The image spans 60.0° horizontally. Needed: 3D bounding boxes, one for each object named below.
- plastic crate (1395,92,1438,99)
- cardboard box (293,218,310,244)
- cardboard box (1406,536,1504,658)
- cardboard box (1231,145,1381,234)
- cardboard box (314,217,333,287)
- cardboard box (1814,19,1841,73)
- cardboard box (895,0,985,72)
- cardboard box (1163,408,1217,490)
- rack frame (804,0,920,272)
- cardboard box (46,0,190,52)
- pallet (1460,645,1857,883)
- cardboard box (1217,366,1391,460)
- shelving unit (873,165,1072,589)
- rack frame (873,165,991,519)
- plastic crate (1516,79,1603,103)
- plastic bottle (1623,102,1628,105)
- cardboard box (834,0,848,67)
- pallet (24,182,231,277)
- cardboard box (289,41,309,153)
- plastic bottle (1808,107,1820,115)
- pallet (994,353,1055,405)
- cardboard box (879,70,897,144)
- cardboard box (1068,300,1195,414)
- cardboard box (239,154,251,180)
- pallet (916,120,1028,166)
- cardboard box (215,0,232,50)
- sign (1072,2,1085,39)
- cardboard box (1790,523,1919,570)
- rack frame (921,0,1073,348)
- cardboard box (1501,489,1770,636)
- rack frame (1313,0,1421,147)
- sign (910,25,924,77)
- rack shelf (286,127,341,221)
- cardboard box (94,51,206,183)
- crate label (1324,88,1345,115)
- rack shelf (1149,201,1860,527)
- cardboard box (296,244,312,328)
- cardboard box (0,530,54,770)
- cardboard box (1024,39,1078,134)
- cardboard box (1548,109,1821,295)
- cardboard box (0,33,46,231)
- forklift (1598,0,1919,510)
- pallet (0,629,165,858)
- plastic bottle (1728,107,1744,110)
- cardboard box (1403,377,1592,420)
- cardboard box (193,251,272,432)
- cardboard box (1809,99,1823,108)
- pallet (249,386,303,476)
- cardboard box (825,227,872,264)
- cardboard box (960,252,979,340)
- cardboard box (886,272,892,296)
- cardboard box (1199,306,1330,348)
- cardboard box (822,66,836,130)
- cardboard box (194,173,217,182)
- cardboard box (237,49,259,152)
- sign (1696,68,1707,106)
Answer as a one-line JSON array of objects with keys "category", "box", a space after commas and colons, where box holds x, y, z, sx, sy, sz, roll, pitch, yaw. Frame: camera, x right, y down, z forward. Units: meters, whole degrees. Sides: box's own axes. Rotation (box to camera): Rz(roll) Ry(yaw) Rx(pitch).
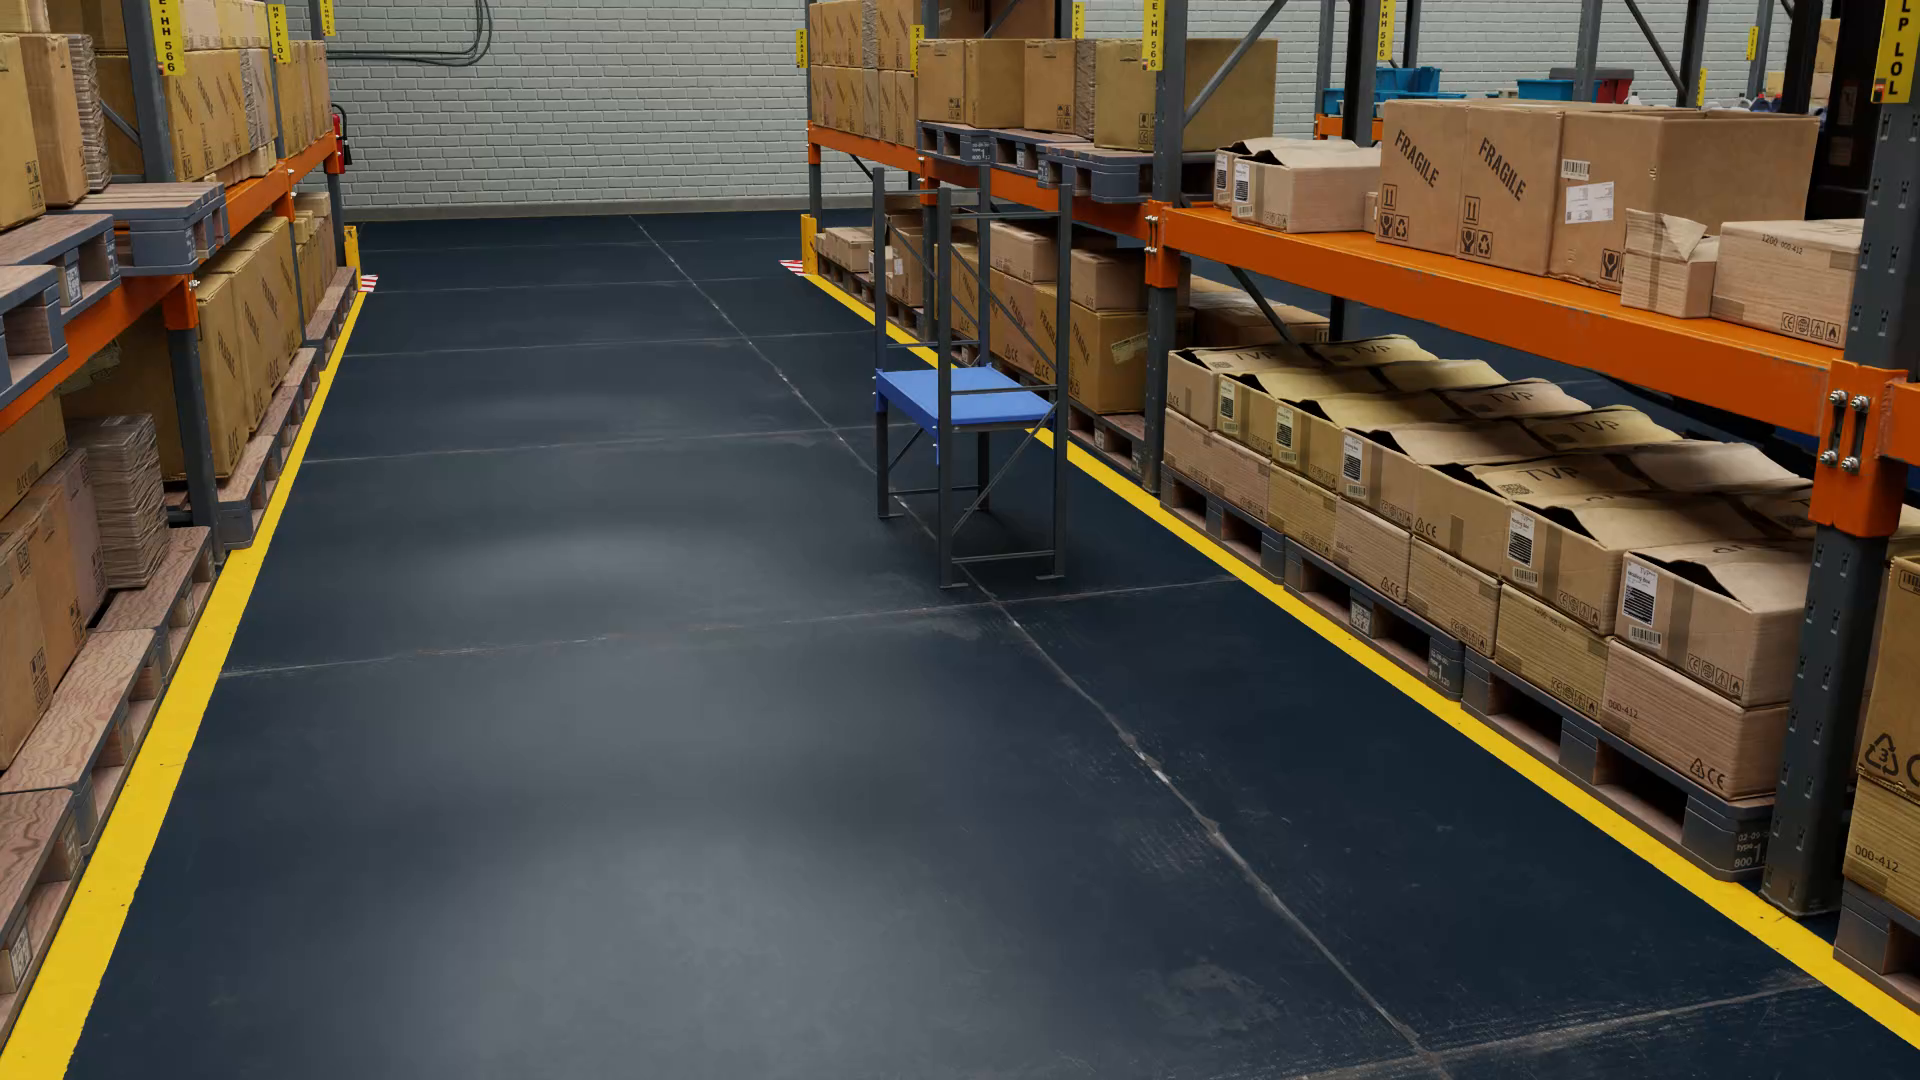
[{"category": "plastic crate", "box": [4.023, -3.789, 14.538, 0.416, 0.233, 0.300, -5, 17, -15]}, {"category": "cardboard box", "box": [-4.542, -2.048, 11.043, 0.380, 0.149, 0.250, -4, 17, -13]}, {"category": "cardboard box", "box": [1.773, 0.153, 5.277, 0.500, 0.250, 0.500, -4, 17, -14]}, {"category": "cardboard box", "box": [1.405, -1.390, 6.520, 0.500, 0.311, 0.500, -5, 17, -16]}, {"category": "cardboard box", "box": [-5.189, -2.195, 12.662, 0.700, 0.500, 0.500, -5, 17, -15]}, {"category": "cardboard box", "box": [8.682, -4.828, 16.250, 0.500, 0.500, 0.500, -5, 17, -17]}, {"category": "cardboard box", "box": [-0.142, -3.448, 11.305, 0.500, 0.500, 0.500, -5, 17, -15]}, {"category": "cardboard box", "box": [1.207, -0.412, 7.158, 0.500, 0.250, 0.500, -5, 17, -15]}, {"category": "rack frame", "box": [-0.854, -3.908, 14.749, 1.000, 3.000, 0.127, -5, 17, -15]}, {"category": "cardboard box", "box": [-3.302, -2.016, 6.419, 0.500, 0.250, 0.500, -4, 17, -14]}, {"category": "pallet", "box": [2.204, 0.546, 4.768, 1.003, 0.211, 1.213, -5, 17, -15]}, {"category": "cardboard box", "box": [1.359, -0.536, 6.596, 0.500, 0.311, 0.500, -5, 17, -17]}, {"category": "shelving unit", "box": [0.023, -0.695, 6.658, 0.538, 1.500, 1.048, -5, 17, -15]}, {"category": "rack frame", "box": [-0.116, -0.835, 7.126, 0.500, 1.500, 0.032, -5, 17, -15]}, {"category": "plastic crate", "box": [4.553, -3.316, 12.700, 0.392, 0.384, 0.575, -5, 17, -15]}, {"category": "plastic bottle", "box": [4.737, -2.964, 11.810, 0.061, 0.283, 0.133, -5, 17, -15]}, {"category": "cardboard box", "box": [-0.701, -4.009, 13.171, 0.500, 0.500, 0.500, -4, 17, -14]}, {"category": "pallet", "box": [-3.119, -1.022, 5.474, 1.213, 0.211, 1.003, -5, 17, -15]}, {"category": "cardboard box", "box": [-4.845, -2.907, 10.893, 0.980, 0.700, 0.700, -5, 17, -17]}, {"category": "plastic bottle", "box": [5.704, -2.772, 11.181, 0.152, 0.276, 0.135, -5, 17, -15]}, {"category": "pallet", "box": [0.844, -0.906, 9.602, 1.003, 0.211, 1.213, -5, 17, -15]}, {"category": "cardboard box", "box": [-0.281, -3.110, 11.918, 0.500, 0.500, 0.500, -4, 17, -14]}, {"category": "cardboard box", "box": [0.862, -0.949, 8.478, 0.500, 0.500, 0.500, -4, 17, -13]}, {"category": "cardboard box", "box": [-3.899, -1.943, 8.608, 0.380, 0.149, 0.250, -5, 17, -15]}, {"category": "pallet", "box": [0.360, -2.480, 10.329, 1.003, 0.211, 1.213, -5, 17, -15]}, {"category": "cardboard box", "box": [-3.730, -2.435, 7.815, 0.500, 0.250, 0.500, -5, 17, -16]}, {"category": "sign", "box": [0.778, -3.401, 11.048, 0.100, 0.325, 0.005, -5, 17, -15]}, {"category": "cardboard box", "box": [2.570, 0.124, 4.399, 0.500, 0.311, 0.500, -5, 17, -15]}, {"category": "rack frame", "box": [0.246, -2.802, 11.066, 1.000, 3.000, 0.127, -5, 17, -15]}, {"category": "cardboard box", "box": [1.908, 0.025, 4.728, 0.500, 0.311, 0.500, -4, 17, -14]}, {"category": "rack frame", "box": [3.910, -4.299, 16.049, 1.000, 3.000, 0.127, -5, 17, -15]}, {"category": "sign", "box": [-0.274, -3.171, 10.791, 0.100, 0.325, 0.005, -5, 17, -15]}, {"category": "rack shelf", "box": [-5.066, -2.618, 11.704, 1.077, 0.370, 4.000, -5, 17, -15]}, {"category": "cardboard box", "box": [-3.304, -1.657, 6.530, 0.500, 0.500, 0.500, -4, 17, -14]}, {"category": "crate label", "box": [3.661, -4.153, 15.751, 0.416, 0.233, 0.303, -5, 17, -15]}, {"category": "rack shelf", "box": [1.895, -0.798, 5.644, 1.077, 0.370, 4.000, -5, 17, -15]}, {"category": "cardboard box", "box": [-4.623, -1.628, 10.773, 0.700, 0.500, 0.500, -4, 17, -15]}, {"category": "cardboard box", "box": [-2.828, 0.305, 4.304, 0.700, 0.500, 0.500, -4, 17, -15]}, {"category": "cardboard box", "box": [0.791, -2.567, 9.380, 0.700, 0.500, 0.500, -10, 19, -29]}, {"category": "cardboard box", "box": [2.104, -0.996, 4.881, 0.500, 0.500, 0.500, -3, 17, -11]}, {"category": "cardboard box", "box": [-2.914, -1.089, 4.426, 0.700, 0.500, 0.500, -5, 17, -15]}, {"category": "forklift", "box": [4.093, -1.721, 7.587, 1.130, 2.935, 3.031, -2, 17, -7]}, {"category": "pallet", "box": [-2.872, 0.586, 4.635, 1.003, 0.211, 1.213, -5, 17, -15]}, {"category": "plastic bottle", "box": [5.171, -2.731, 11.045, 0.152, 0.276, 0.135, -5, 17, -15]}, {"category": "cardboard box", "box": [2.011, -0.440, 6.277, 0.500, 0.311, 0.500, -5, 17, -16]}, {"category": "cardboard box", "box": [-3.727, -0.931, 7.844, 0.750, 0.750, 0.750, -5, 17, -16]}, {"category": "cardboard box", "box": [8.595, -4.304, 16.504, 0.380, 0.149, 0.250, -5, 17, -17]}, {"category": "pallet", "box": [-3.893, -0.528, 8.343, 1.003, 0.211, 1.213, -5, 17, -15]}, {"category": "cardboard box", "box": [-0.839, -2.491, 14.045, 0.500, 0.250, 0.500, -5, 17, -15]}, {"category": "cardboard box", "box": [0.302, -1.516, 10.364, 0.500, 0.500, 0.500, -4, 17, -14]}, {"category": "cardboard box", "box": [-0.344, -1.881, 12.192, 0.380, 0.149, 0.250, -5, 17, -15]}, {"category": "cardboard box", "box": [1.495, -0.857, 8.173, 0.500, 0.500, 0.500, -4, 17, -13]}, {"category": "cardboard box", "box": [-0.838, -3.670, 13.783, 0.500, 0.500, 0.500, -5, 17, -16]}, {"category": "cardboard box", "box": [-3.337, -1.452, 6.974, 0.380, 0.149, 0.250, -4, 17, -14]}, {"category": "cardboard box", "box": [-3.867, -2.221, 8.408, 0.500, 0.500, 0.500, -5, 17, -15]}, {"category": "sign", "box": [5.539, -3.368, 12.469, 0.100, 0.325, 0.005, -5, 17, -15]}]
